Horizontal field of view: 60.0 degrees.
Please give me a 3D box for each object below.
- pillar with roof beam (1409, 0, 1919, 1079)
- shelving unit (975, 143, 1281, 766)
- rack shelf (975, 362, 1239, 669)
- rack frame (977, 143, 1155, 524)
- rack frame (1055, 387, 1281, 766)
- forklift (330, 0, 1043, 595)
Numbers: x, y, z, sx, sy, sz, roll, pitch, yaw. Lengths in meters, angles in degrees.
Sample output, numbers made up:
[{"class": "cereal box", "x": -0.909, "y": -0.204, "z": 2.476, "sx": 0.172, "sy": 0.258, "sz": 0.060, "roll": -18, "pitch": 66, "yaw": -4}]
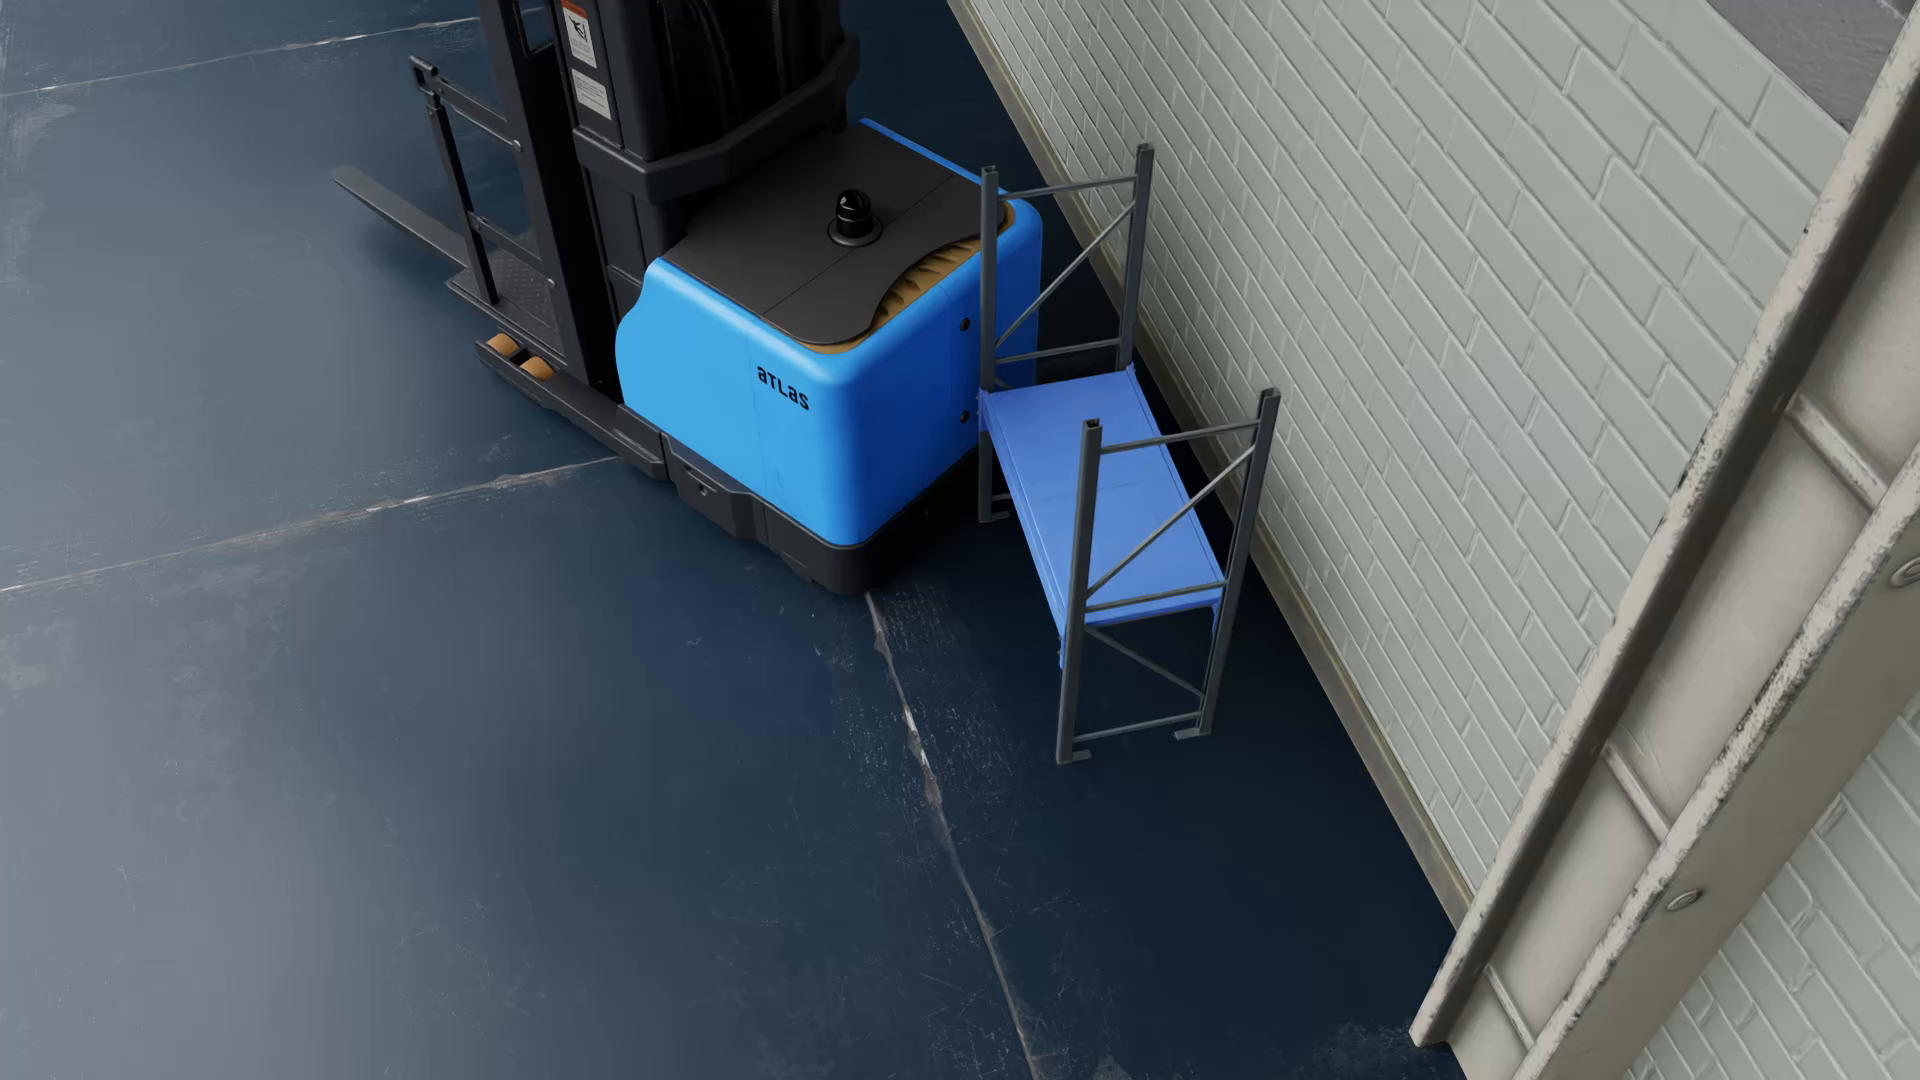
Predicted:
[{"class": "pillar with roof beam", "x": -2.666, "y": -0.462, "z": 0.254, "sx": 9.100, "sy": 9.000, "sz": 0.400, "roll": -13, "pitch": 51, "yaw": -11}, {"class": "shelving unit", "x": 0.425, "y": -0.218, "z": 4.952, "sx": 0.538, "sy": 1.500, "sz": 1.048, "roll": -10, "pitch": 51, "yaw": -9}, {"class": "rack shelf", "x": 0.425, "y": -0.102, "z": 5.090, "sx": 0.538, "sy": 0.185, "sz": 1.000, "roll": -10, "pitch": 51, "yaw": -9}, {"class": "rack frame", "x": 0.307, "y": -0.595, "z": 5.271, "sx": 0.500, "sy": 1.500, "sz": 0.032, "roll": -10, "pitch": 51, "yaw": -9}, {"class": "rack frame", "x": 0.544, "y": 0.160, "z": 4.634, "sx": 0.500, "sy": 1.500, "sz": 0.032, "roll": -10, "pitch": 51, "yaw": -9}, {"class": "forklift", "x": -1.173, "y": -1.735, "z": 5.295, "sx": 3.031, "sy": 2.935, "sz": 1.130, "roll": 33, "pitch": 57, "yaw": 25}]
